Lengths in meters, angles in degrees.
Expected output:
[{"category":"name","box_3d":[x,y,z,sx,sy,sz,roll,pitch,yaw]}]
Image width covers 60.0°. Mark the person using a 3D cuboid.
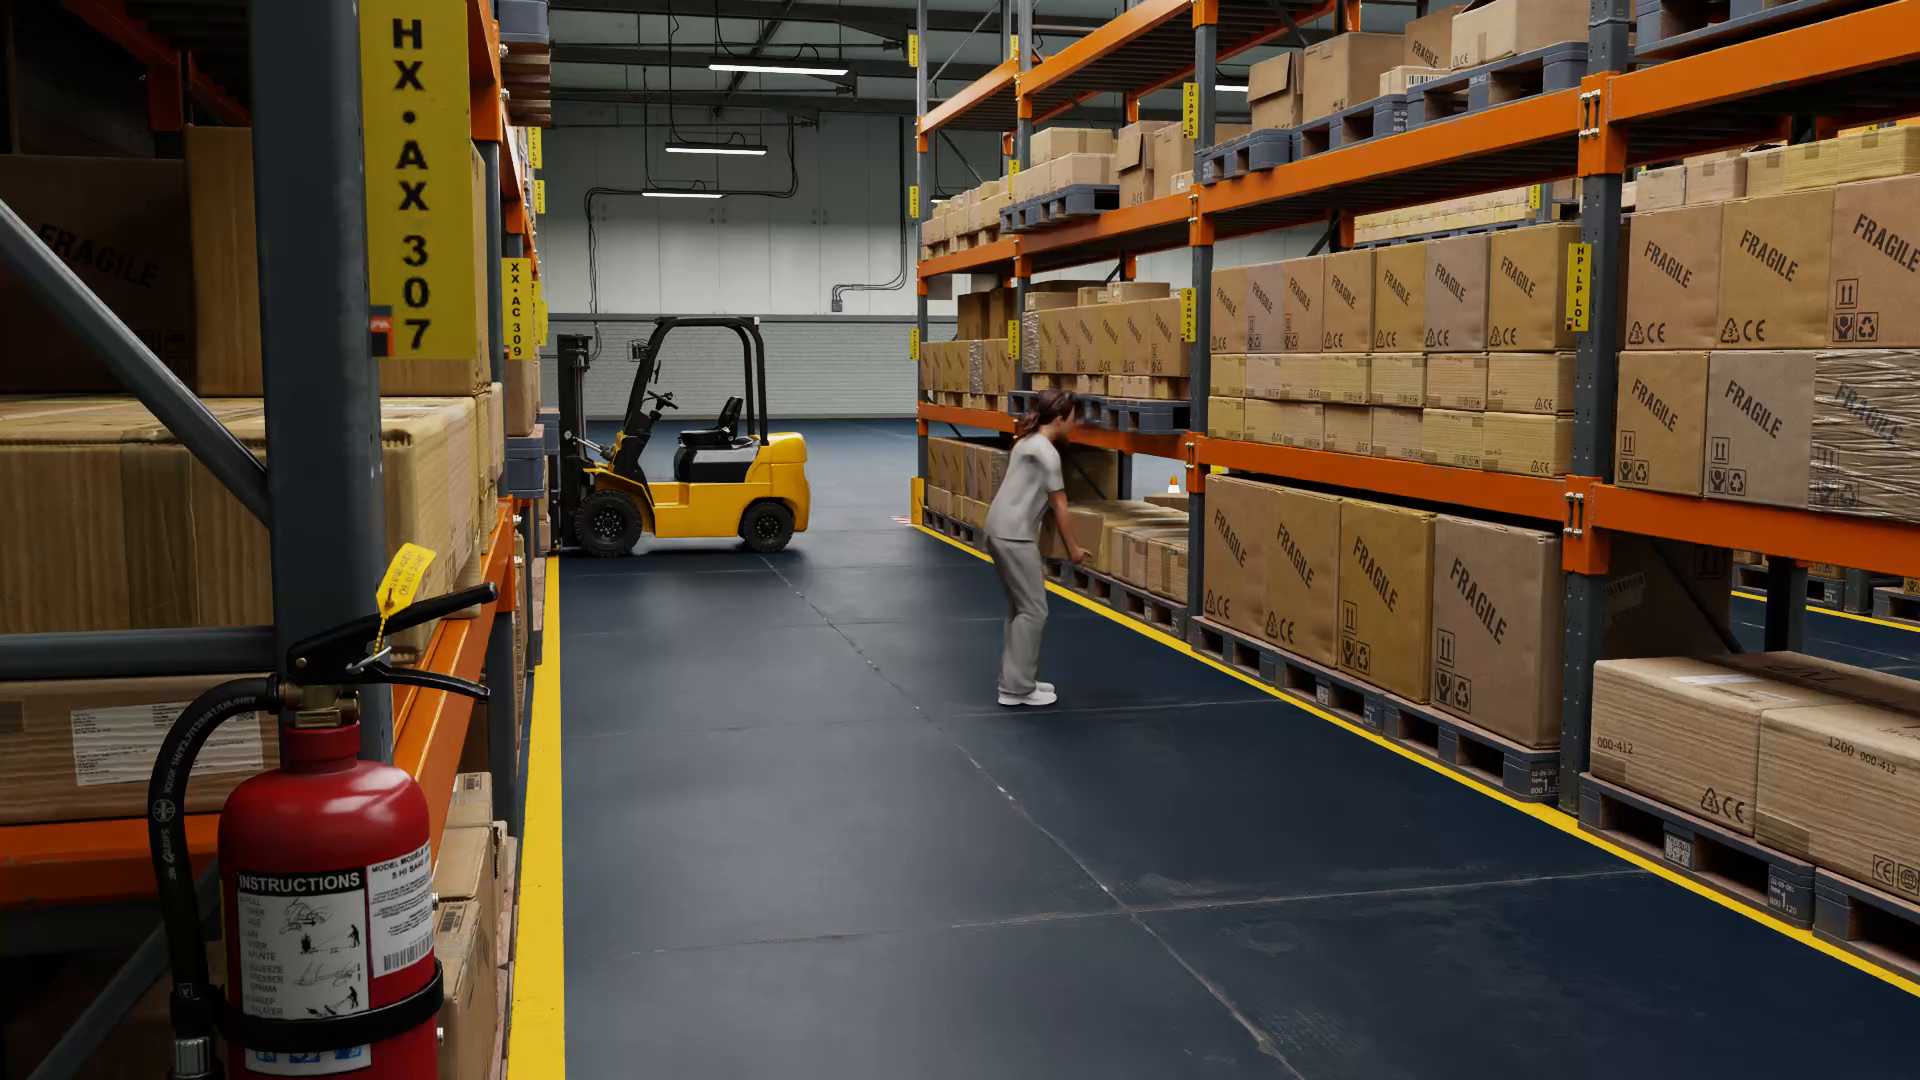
[{"category":"person","box_3d":[0.391,0.029,8.633,0.536,1.626,0.405,-2,6,-15]}]
